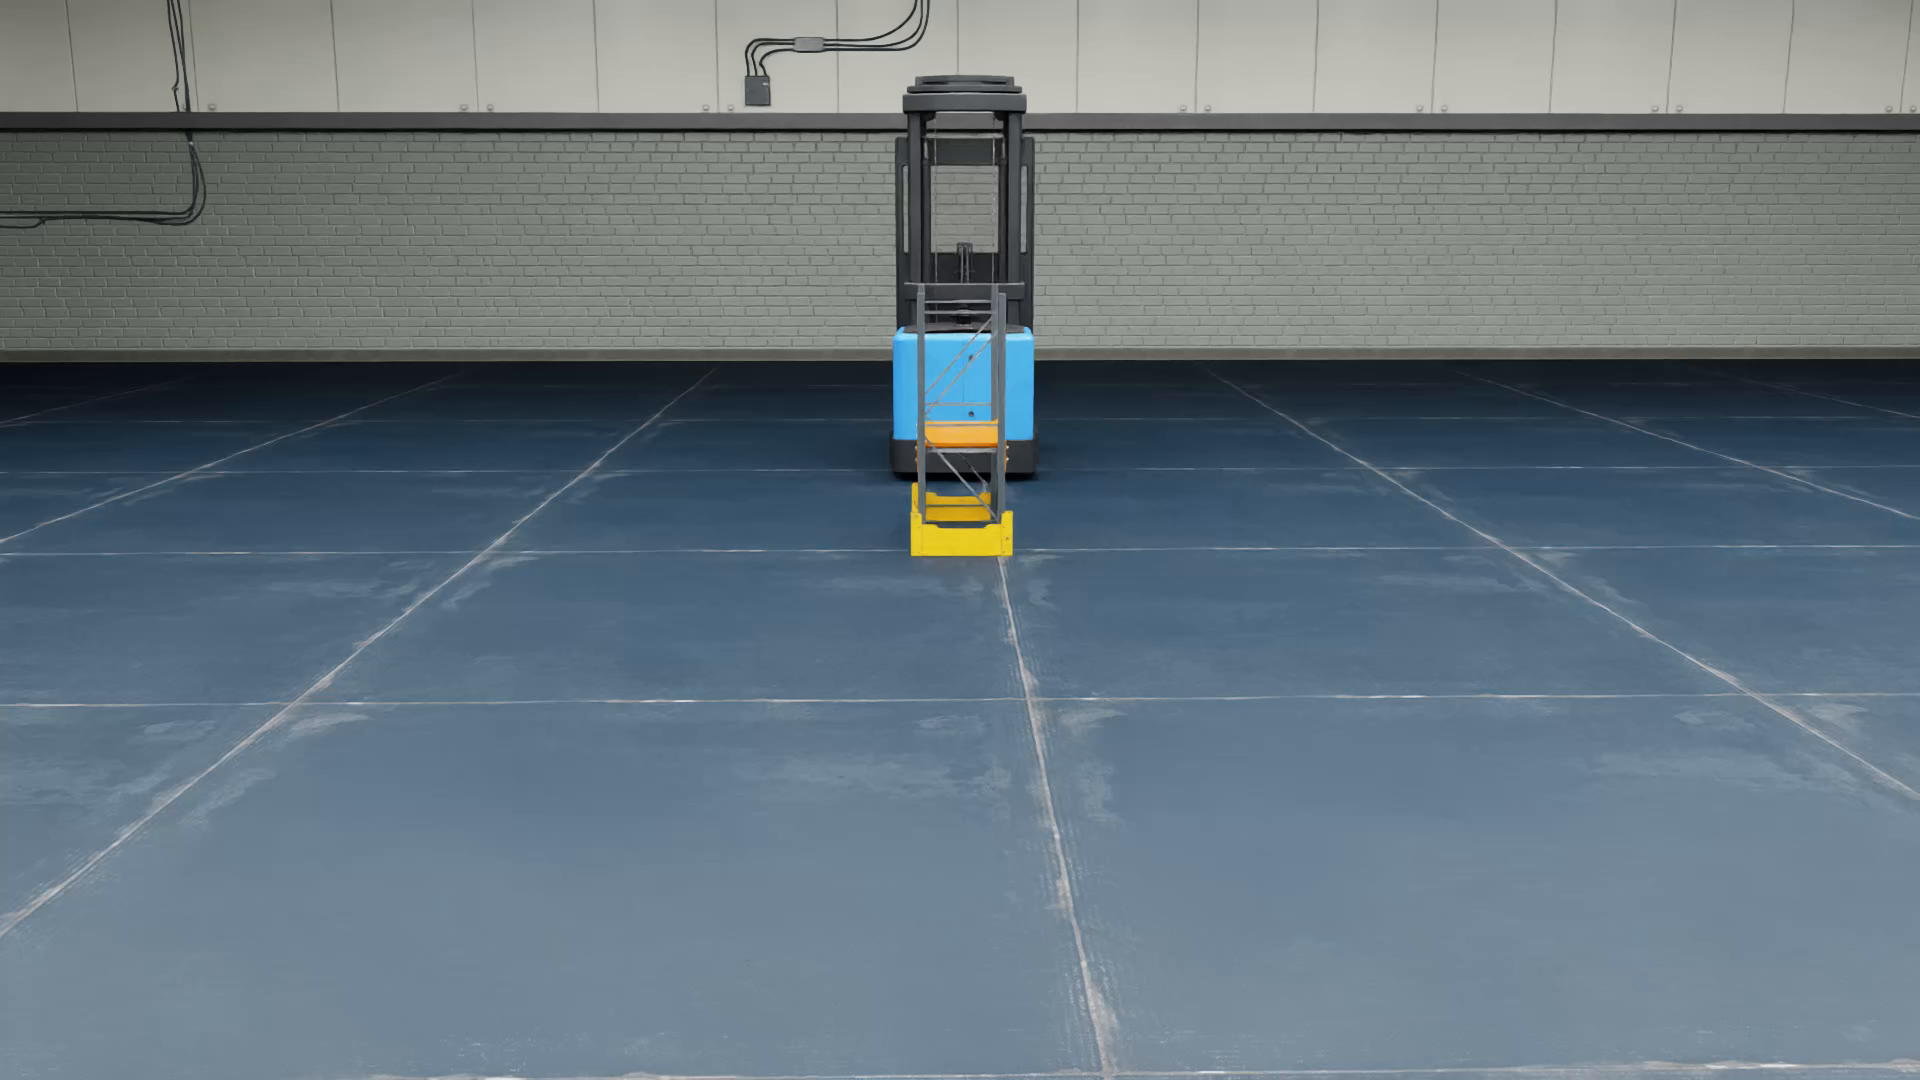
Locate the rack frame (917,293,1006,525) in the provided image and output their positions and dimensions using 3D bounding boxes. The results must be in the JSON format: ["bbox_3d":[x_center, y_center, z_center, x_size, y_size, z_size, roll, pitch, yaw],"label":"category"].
[{"bbox_3d":[0.009,-0.651,9.495,0.500,1.500,0.032,0,11,-1],"label":"rack frame"}]

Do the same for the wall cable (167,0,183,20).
[{"bbox_3d":[-8.314,-7.646,20.224,3.097,2.526,0.112,0,11,-1],"label":"wall cable"}]

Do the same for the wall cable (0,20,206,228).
[{"bbox_3d":[-11.018,-5.160,20.671,3.097,2.526,0.112,0,11,-1],"label":"wall cable"}]

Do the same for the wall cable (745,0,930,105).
[{"bbox_3d":[-1.527,-8.384,20.201,2.305,6.003,0.169,0,11,-1],"label":"wall cable"}]

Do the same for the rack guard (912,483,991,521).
[{"bbox_3d":[-0.012,-0.237,10.597,0.587,0.250,0.087,0,11,-1],"label":"rack guard"}]

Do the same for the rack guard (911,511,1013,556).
[{"bbox_3d":[0.009,-0.039,9.621,0.587,0.250,0.087,0,11,-1],"label":"rack guard"}]

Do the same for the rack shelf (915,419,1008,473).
[{"bbox_3d":[-0.002,-0.576,10.029,0.538,0.185,1.000,0,11,-1],"label":"rack shelf"}]

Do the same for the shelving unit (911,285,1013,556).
[{"bbox_3d":[-0.002,-0.750,9.985,0.587,1.500,1.083,0,11,-1],"label":"shelving unit"}]

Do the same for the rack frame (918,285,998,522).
[{"bbox_3d":[-0.012,-0.853,10.492,0.500,1.500,0.032,0,11,-1],"label":"rack frame"}]

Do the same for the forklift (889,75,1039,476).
[{"bbox_3d":[0.041,-2.158,13.325,1.130,2.935,3.031,0,11,1],"label":"forklift"}]
